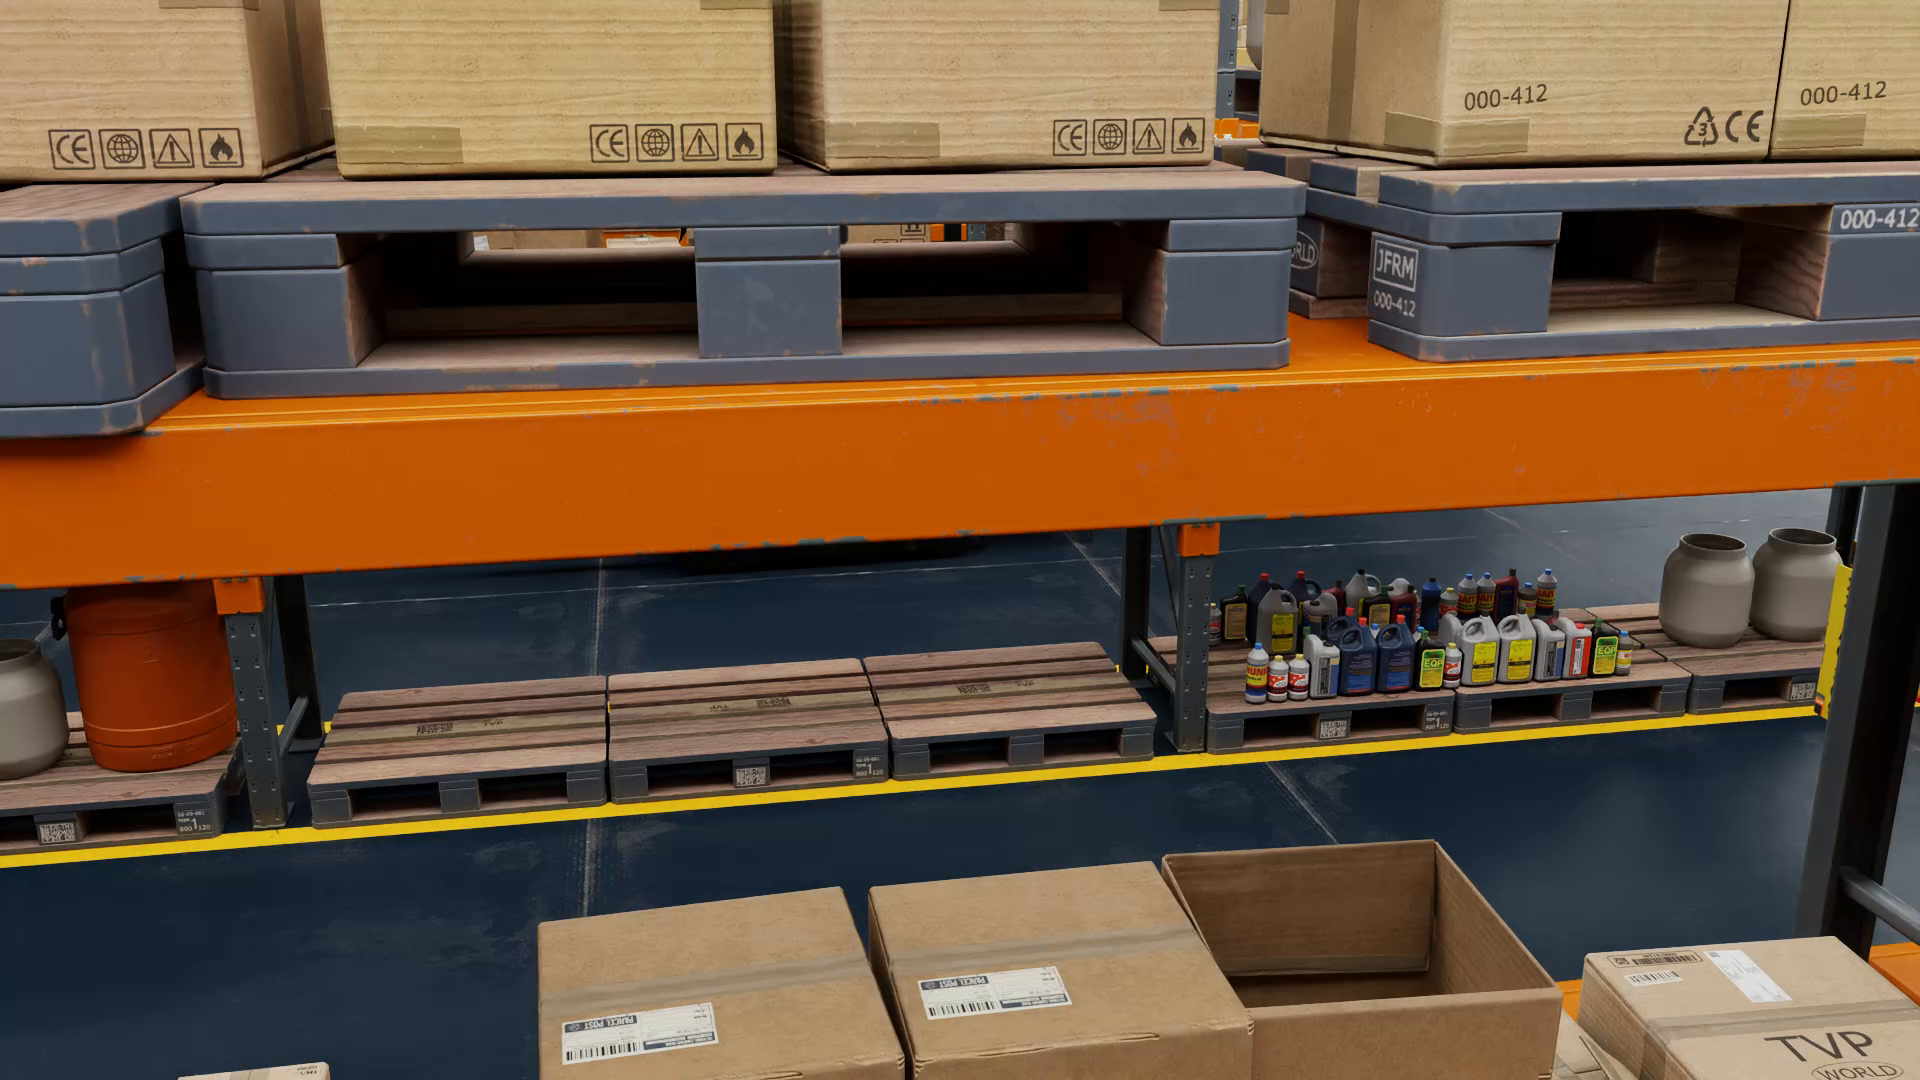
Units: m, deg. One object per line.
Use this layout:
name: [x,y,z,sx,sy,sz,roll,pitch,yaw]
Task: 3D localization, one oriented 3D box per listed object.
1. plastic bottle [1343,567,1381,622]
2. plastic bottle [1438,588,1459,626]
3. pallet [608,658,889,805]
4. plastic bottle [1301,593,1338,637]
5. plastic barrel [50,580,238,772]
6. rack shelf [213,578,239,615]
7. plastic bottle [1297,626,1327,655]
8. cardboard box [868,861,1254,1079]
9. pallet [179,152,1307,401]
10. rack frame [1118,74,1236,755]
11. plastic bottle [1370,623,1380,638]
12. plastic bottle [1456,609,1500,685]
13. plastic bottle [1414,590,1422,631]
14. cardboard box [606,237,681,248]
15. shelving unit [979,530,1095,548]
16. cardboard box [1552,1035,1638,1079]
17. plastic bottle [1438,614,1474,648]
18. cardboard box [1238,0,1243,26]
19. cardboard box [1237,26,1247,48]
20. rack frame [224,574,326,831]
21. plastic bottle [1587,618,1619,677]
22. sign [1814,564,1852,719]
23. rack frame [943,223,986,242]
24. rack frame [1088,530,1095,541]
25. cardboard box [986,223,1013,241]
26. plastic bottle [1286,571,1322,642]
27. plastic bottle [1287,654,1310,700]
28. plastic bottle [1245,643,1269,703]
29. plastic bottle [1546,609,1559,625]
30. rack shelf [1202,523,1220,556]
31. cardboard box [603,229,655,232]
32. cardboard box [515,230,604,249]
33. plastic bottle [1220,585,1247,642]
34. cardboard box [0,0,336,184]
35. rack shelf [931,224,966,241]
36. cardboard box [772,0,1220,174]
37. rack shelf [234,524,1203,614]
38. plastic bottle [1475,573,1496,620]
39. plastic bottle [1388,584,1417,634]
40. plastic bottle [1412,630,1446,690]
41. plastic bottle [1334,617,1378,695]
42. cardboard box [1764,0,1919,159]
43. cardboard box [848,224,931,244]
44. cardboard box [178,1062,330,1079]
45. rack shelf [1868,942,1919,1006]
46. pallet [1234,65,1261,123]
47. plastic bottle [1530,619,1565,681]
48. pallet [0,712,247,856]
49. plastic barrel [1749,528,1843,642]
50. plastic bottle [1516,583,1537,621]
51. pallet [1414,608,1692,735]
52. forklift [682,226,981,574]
plastic bottle: [2.051,0.310,8.456,0.185,0.351,0.144,-3,17,-11]
plastic bottle: [2.523,0.348,8.588,0.097,0.201,0.097,0,17,0]
pallet: [-0.997,0.858,7.657,1.213,0.211,1.003,-3,17,-10]
plastic bottle: [1.786,0.405,8.274,0.135,0.276,0.152,-3,17,-10]
plastic barrel: [-3.437,0.493,7.078,0.708,0.830,0.600,-3,17,-10]
rack shelf: [-4.924,0.080,6.669,4.000,0.370,1.077,-3,17,-10]
plastic bottle: [1.655,0.542,7.816,0.133,0.283,0.061,-3,17,-10]
cardboard box: [0.137,0.877,2.676,0.500,0.500,0.500,-3,17,-10]
pallet: [-0.277,-0.418,2.276,1.213,0.211,1.003,-2,17,-8]
rack frame: [0.967,-0.598,7.651,0.127,3.000,1.000,-3,17,-10]
plastic bottle: [1.958,0.527,7.884,0.097,0.271,0.097,0,17,0]
plastic bottle: [2.441,0.498,7.844,0.185,0.351,0.144,-3,17,-11]
plastic bottle: [2.322,0.359,8.551,0.097,0.201,0.097,0,17,0]
cardboard box: [-2.210,-1.960,11.623,0.500,0.250,0.500,-4,17,-12]
shelving unit: [0.468,-0.744,10.681,0.755,1.500,0.431,-3,17,-11]
cardboard box: [1.075,0.996,2.689,0.258,0.266,0.396,-4,17,-12]
plastic bottle: [2.389,0.492,7.989,0.135,0.276,0.152,-3,17,-10]
cardboard box: [2.686,-5.330,16.809,0.500,0.250,0.500,-3,17,-10]
cardboard box: [1.925,-3.616,11.943,0.250,0.149,0.380,-3,17,-9]
rack frame: [-2.960,-0.376,6.926,0.127,3.000,1.000,-3,17,-10]
plastic bottle: [3.063,0.507,7.928,0.133,0.283,0.061,-3,17,-9]
sign: [1.797,0.218,3.383,0.005,0.325,0.100,-3,17,-10]
rack frame: [0.028,-2.026,12.300,0.127,3.000,1.000,-3,17,-10]
rack frame: [0.827,-0.765,10.749,0.023,1.500,0.400,-3,17,-11]
cardboard box: [0.481,-2.223,12.265,0.500,0.500,0.875,-3,17,-10]
plastic bottle: [1.733,0.328,8.398,0.185,0.351,0.144,-4,18,-13]
plastic bottle: [1.563,0.626,7.681,0.097,0.201,0.097,0,17,0]
plastic bottle: [1.363,0.604,7.633,0.097,0.271,0.097,0,17,0]
plastic bottle: [2.901,0.471,8.046,0.133,0.283,0.061,-3,17,-10]
rack shelf: [2.931,-0.366,8.119,4.000,0.370,1.077,-3,17,-10]
cardboard box: [-3.255,-3.291,16.247,0.500,0.500,0.500,-3,17,-10]
cardboard box: [-2.848,-2.153,11.829,0.500,0.500,0.700,-1,17,-2]
plastic bottle: [1.377,0.368,8.382,0.133,0.283,0.061,-2,17,-8]
cardboard box: [-1.078,-0.586,2.043,0.500,0.250,0.500,-3,17,-9]
rack shelf: [1.150,-3.229,17.442,4.000,0.370,1.077,-3,17,-10]
cardboard box: [0.015,-0.644,2.232,0.500,0.250,0.500,-5,18,-15]
rack shelf: [-0.996,-0.143,7.394,4.000,0.370,1.077,-3,17,-10]
plastic bottle: [2.719,0.303,8.614,0.097,0.271,0.097,0,17,0]
plastic bottle: [2.232,0.365,8.392,0.133,0.283,0.061,-3,17,-10]
plastic bottle: [2.194,0.557,7.767,0.133,0.283,0.061,-2,17,-8]
plastic bottle: [1.839,0.532,7.732,0.185,0.351,0.144,-3,17,-9]
cardboard box: [1.297,-0.702,2.419,0.500,0.250,0.500,-1,17,-5]
cardboard box: [-0.779,-2.510,12.137,1.000,1.000,1.000,-3,17,-10]
cardboard box: [-1.193,1.043,2.735,0.250,0.149,0.380,-3,17,-10]
rack shelf: [3.867,1.062,3.470,4.000,0.370,1.077,-3,17,-10]
pallet: [1.657,-2.010,7.461,1.003,0.211,1.213,-3,17,-10]
plastic bottle: [2.786,0.513,7.922,0.135,0.276,0.152,-4,17,-12]
pallet: [-3.726,1.013,7.153,1.213,0.211,1.003,-3,17,-10]
plastic barrel: [4.263,0.226,8.489,0.421,0.512,0.421,0,17,0]
plastic bottle: [2.954,0.323,8.668,0.097,0.201,0.097,0,17,0]
pallet: [2.835,0.640,8.368,1.213,0.211,1.003,-3,17,-10]
forklift: [-1.436,-1.361,10.252,3.031,2.935,1.130,-3,17,-11]
